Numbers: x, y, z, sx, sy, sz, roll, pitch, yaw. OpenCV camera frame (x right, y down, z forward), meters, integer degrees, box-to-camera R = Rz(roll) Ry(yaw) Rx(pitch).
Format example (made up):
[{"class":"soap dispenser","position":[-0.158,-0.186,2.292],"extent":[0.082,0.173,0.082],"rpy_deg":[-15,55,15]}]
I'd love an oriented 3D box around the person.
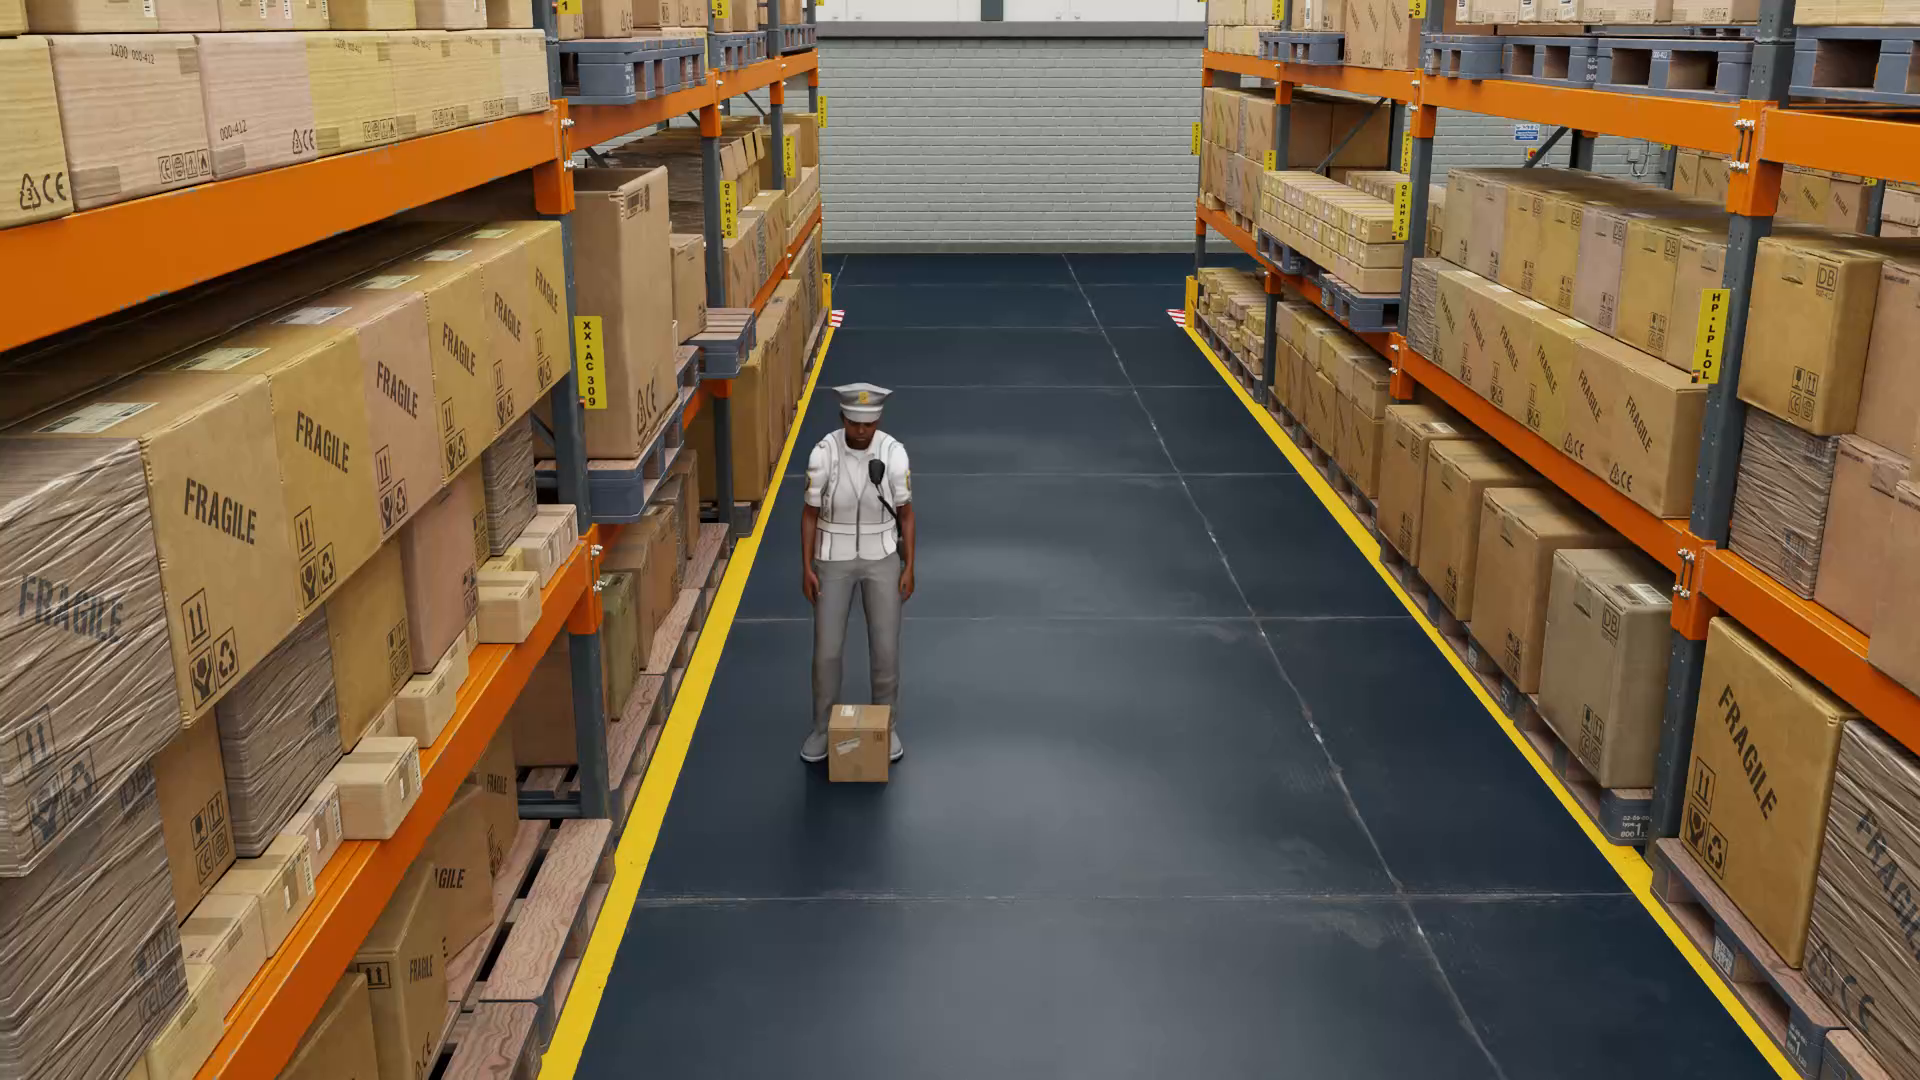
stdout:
[{"class":"person","position":[-0.442,0.140,7.100],"extent":[0.518,1.656,0.319],"rpy_deg":[-1,17,-3]}]
